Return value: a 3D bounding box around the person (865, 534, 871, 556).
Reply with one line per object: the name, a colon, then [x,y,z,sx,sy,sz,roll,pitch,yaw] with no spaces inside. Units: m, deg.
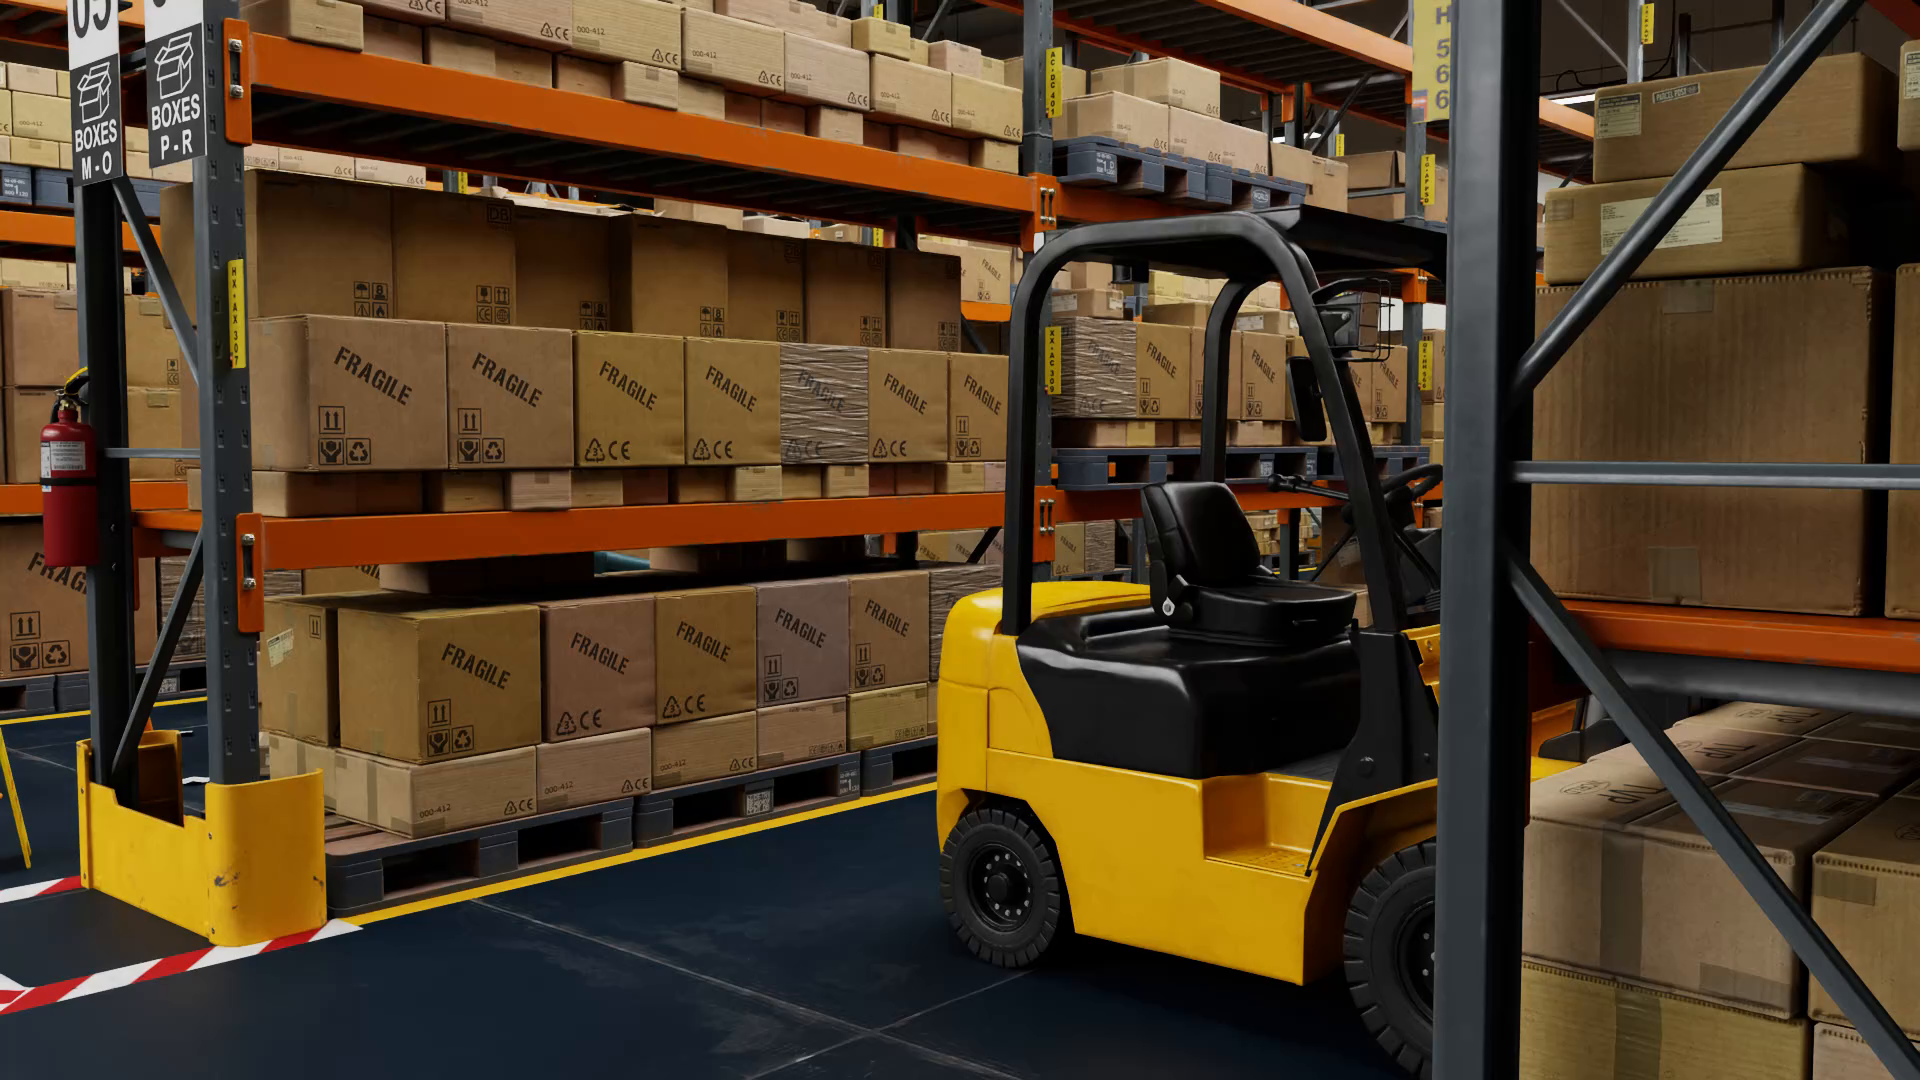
person: [-0.885,-0.090,12.207,0.550,1.796,0.588,0,4,-8]
